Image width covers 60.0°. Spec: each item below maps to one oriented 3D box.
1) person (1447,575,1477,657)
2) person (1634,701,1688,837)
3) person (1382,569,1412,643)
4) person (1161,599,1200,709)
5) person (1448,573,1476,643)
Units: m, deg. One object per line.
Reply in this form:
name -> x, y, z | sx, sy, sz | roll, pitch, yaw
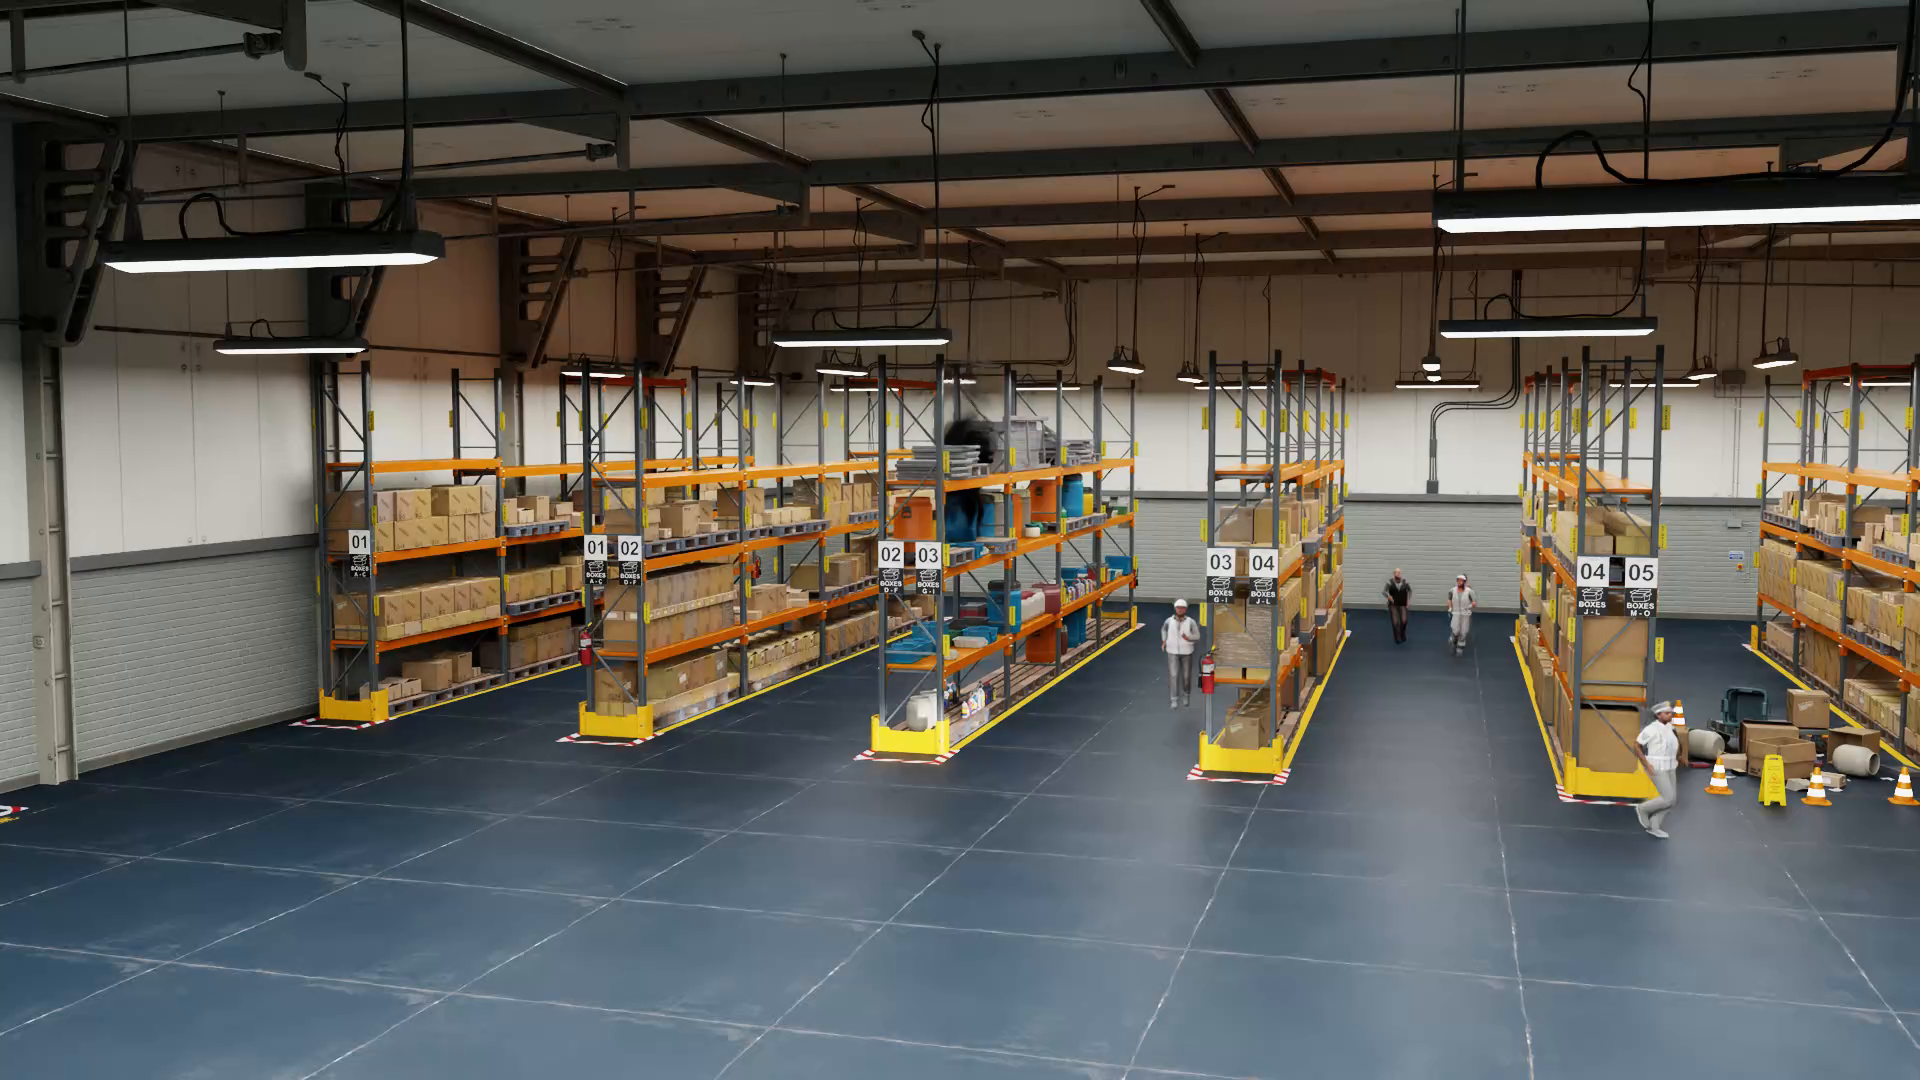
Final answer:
person -> 10.591, 1.609, 35.150 | 0.632, 1.748, 0.601 | 2, 4, 22
person -> 8.453, 2.752, 19.972 | 0.573, 1.659, 0.554 | -2, 5, -31
person -> 9.835, 1.486, 37.386 | 0.671, 1.688, 0.571 | 1, 4, 9
person -> 3.614, 1.880, 27.326 | 0.662, 1.809, 0.898 | 1, 4, 12
person -> 11.335, 1.534, 37.657 | 0.603, 1.593, 0.619 | 3, 5, 40
